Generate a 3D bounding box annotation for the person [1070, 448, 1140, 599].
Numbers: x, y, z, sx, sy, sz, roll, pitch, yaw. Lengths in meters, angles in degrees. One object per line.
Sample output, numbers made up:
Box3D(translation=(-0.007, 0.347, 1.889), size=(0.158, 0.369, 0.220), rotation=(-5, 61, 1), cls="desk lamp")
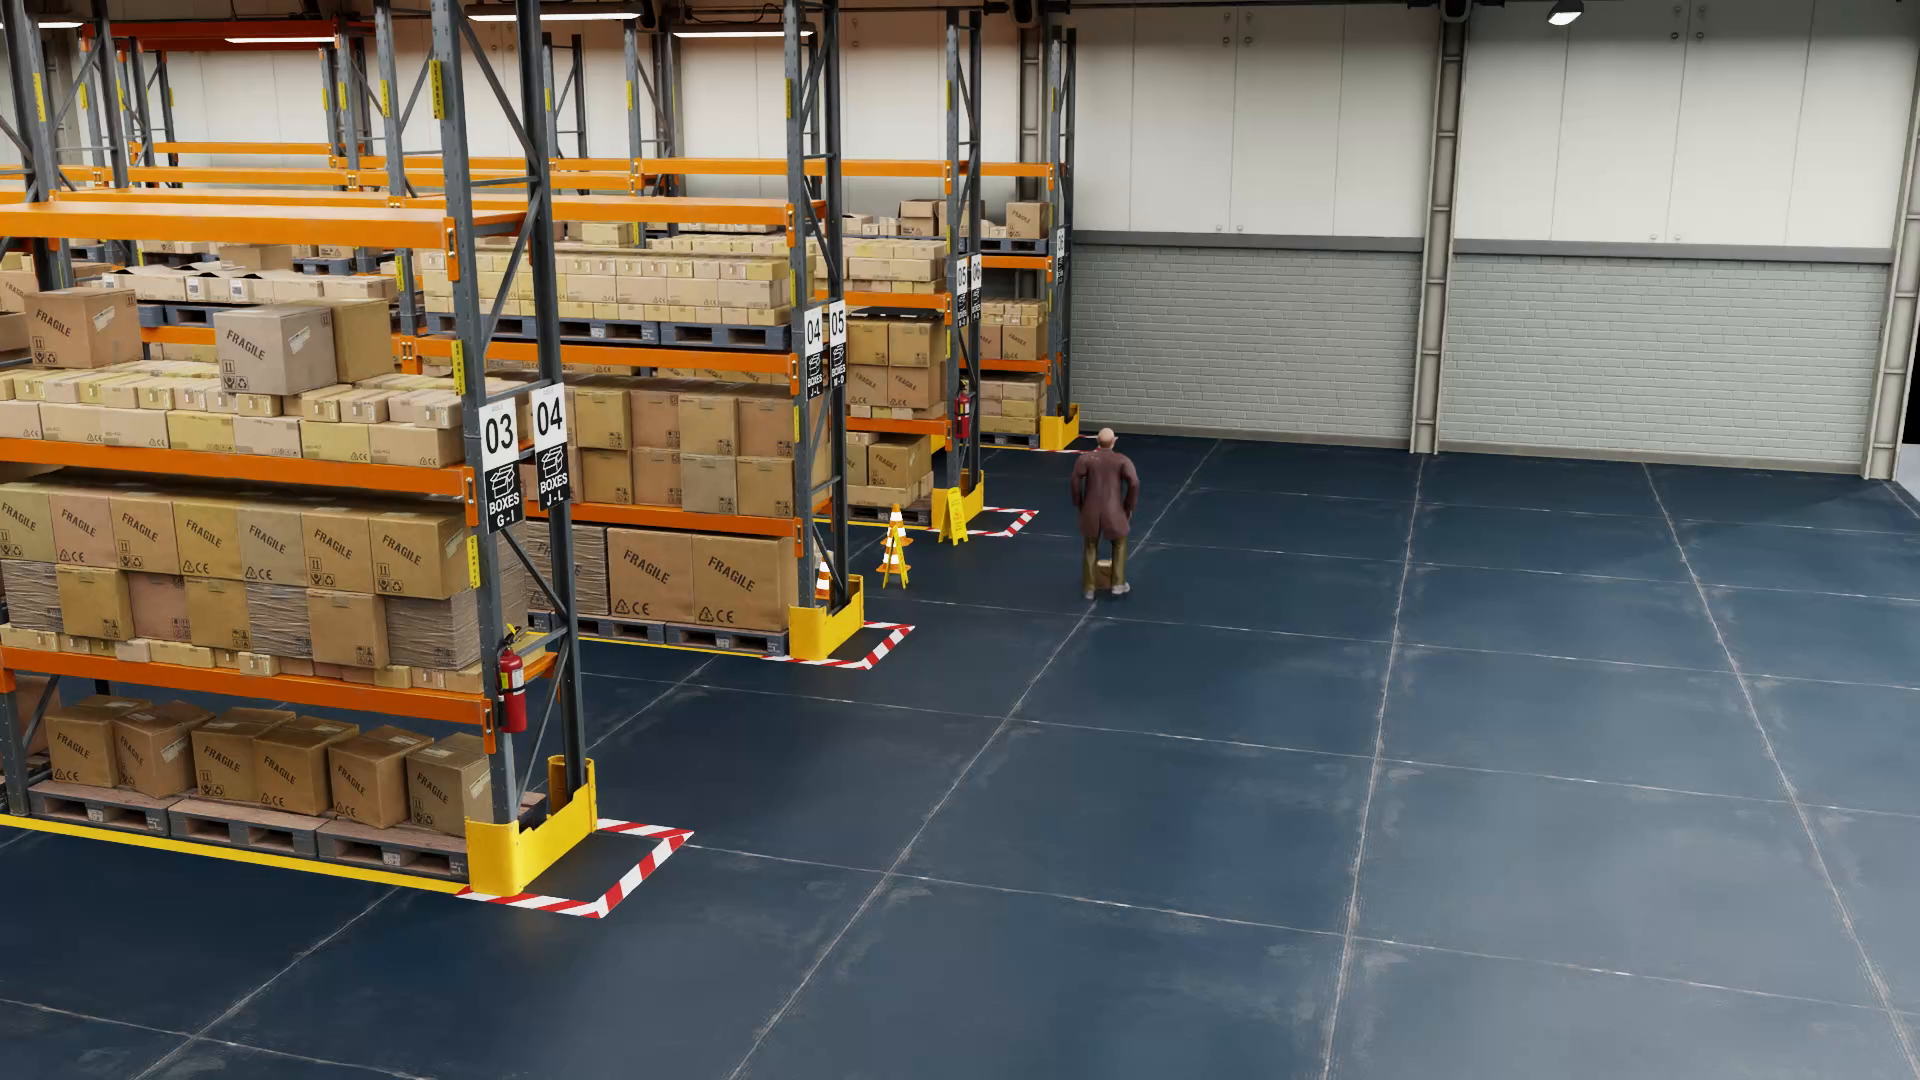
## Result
Box3D(translation=(1.484, -0.185, 17.196), size=(0.729, 1.538, 0.527), rotation=(3, 15, 13), cls="person")
